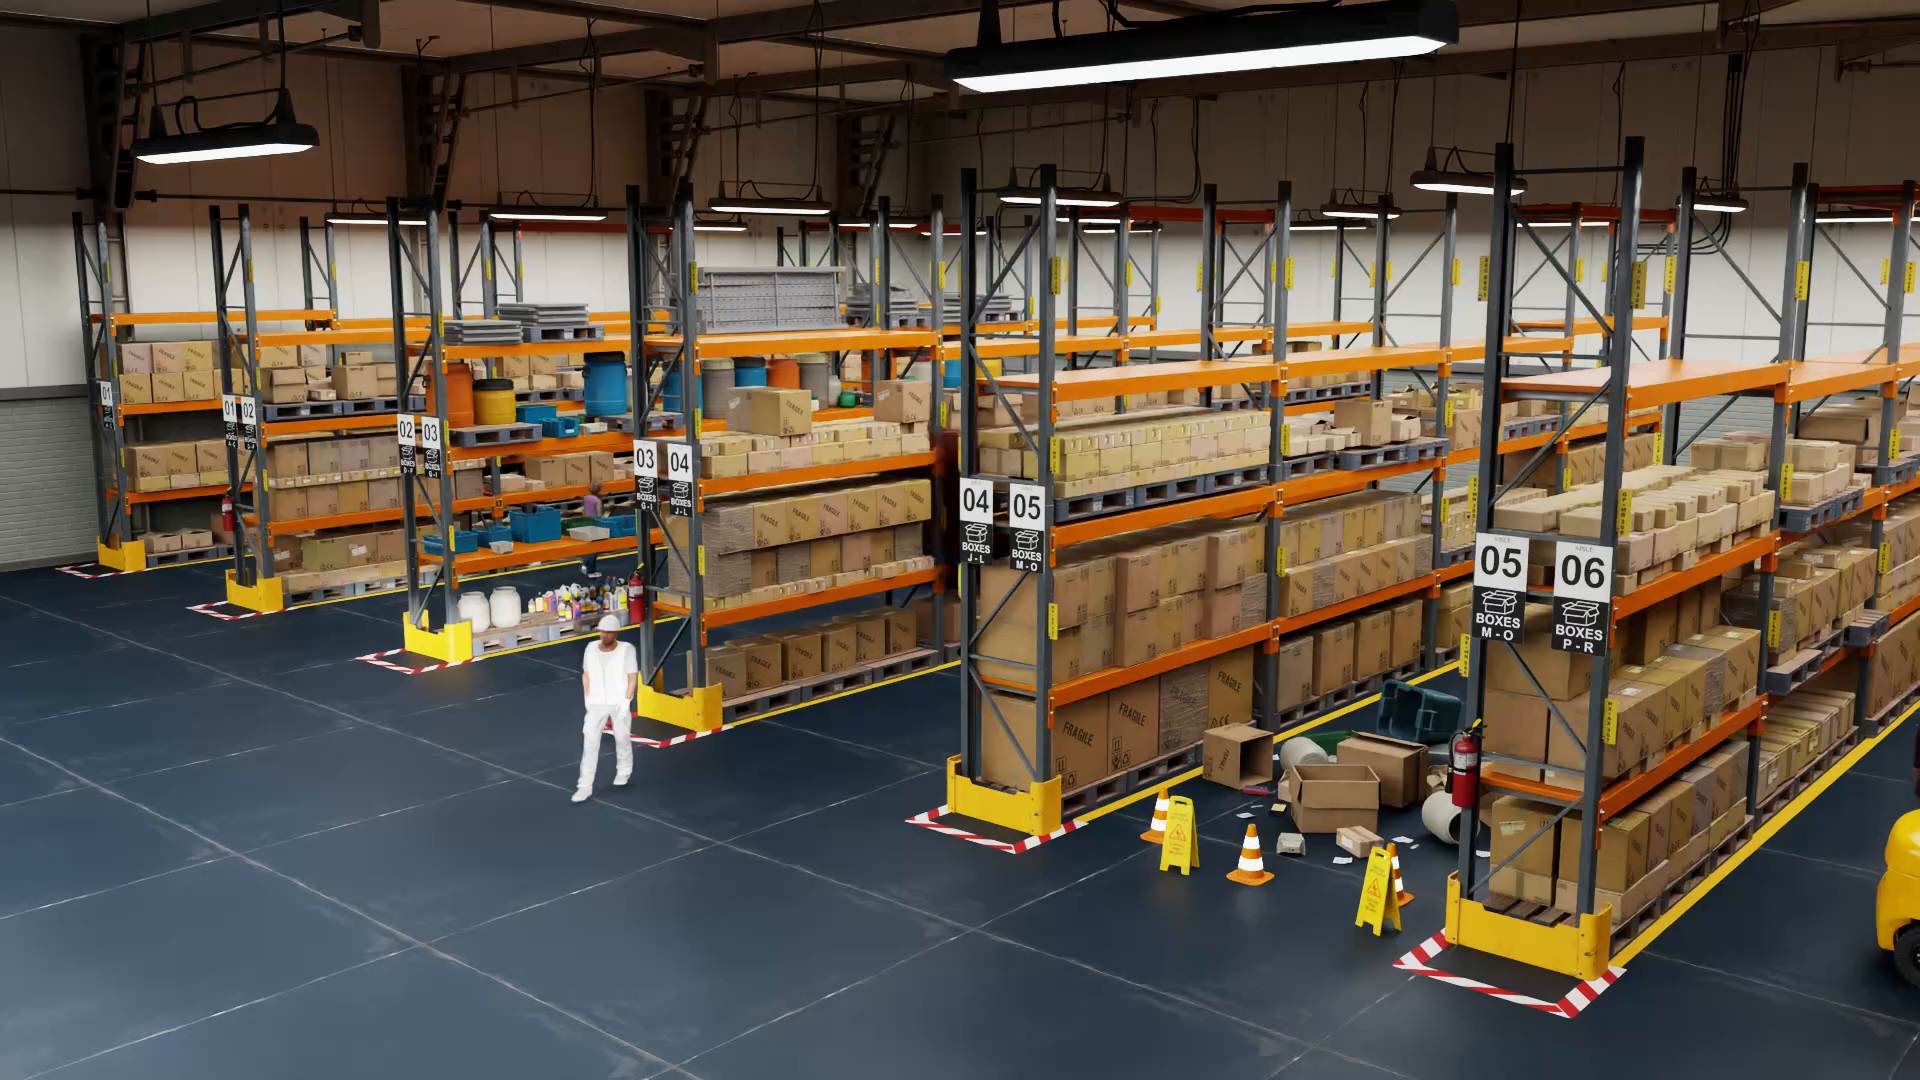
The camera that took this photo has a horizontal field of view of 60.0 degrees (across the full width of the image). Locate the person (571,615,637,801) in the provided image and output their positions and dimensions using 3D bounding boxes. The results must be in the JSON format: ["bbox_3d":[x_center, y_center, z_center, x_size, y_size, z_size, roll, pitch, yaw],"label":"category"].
[{"bbox_3d":[-3.447,1.604,16.221,0.593,1.750,0.868,0,9,1],"label":"person"}]

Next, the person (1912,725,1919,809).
[{"bbox_3d":[8.464,2.016,14.151,0.631,1.670,0.821,6,11,31],"label":"person"}]

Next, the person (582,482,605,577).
[{"bbox_3d":[-6.042,-0.174,27.447,0.498,1.600,0.355,9,13,43],"label":"person"}]
